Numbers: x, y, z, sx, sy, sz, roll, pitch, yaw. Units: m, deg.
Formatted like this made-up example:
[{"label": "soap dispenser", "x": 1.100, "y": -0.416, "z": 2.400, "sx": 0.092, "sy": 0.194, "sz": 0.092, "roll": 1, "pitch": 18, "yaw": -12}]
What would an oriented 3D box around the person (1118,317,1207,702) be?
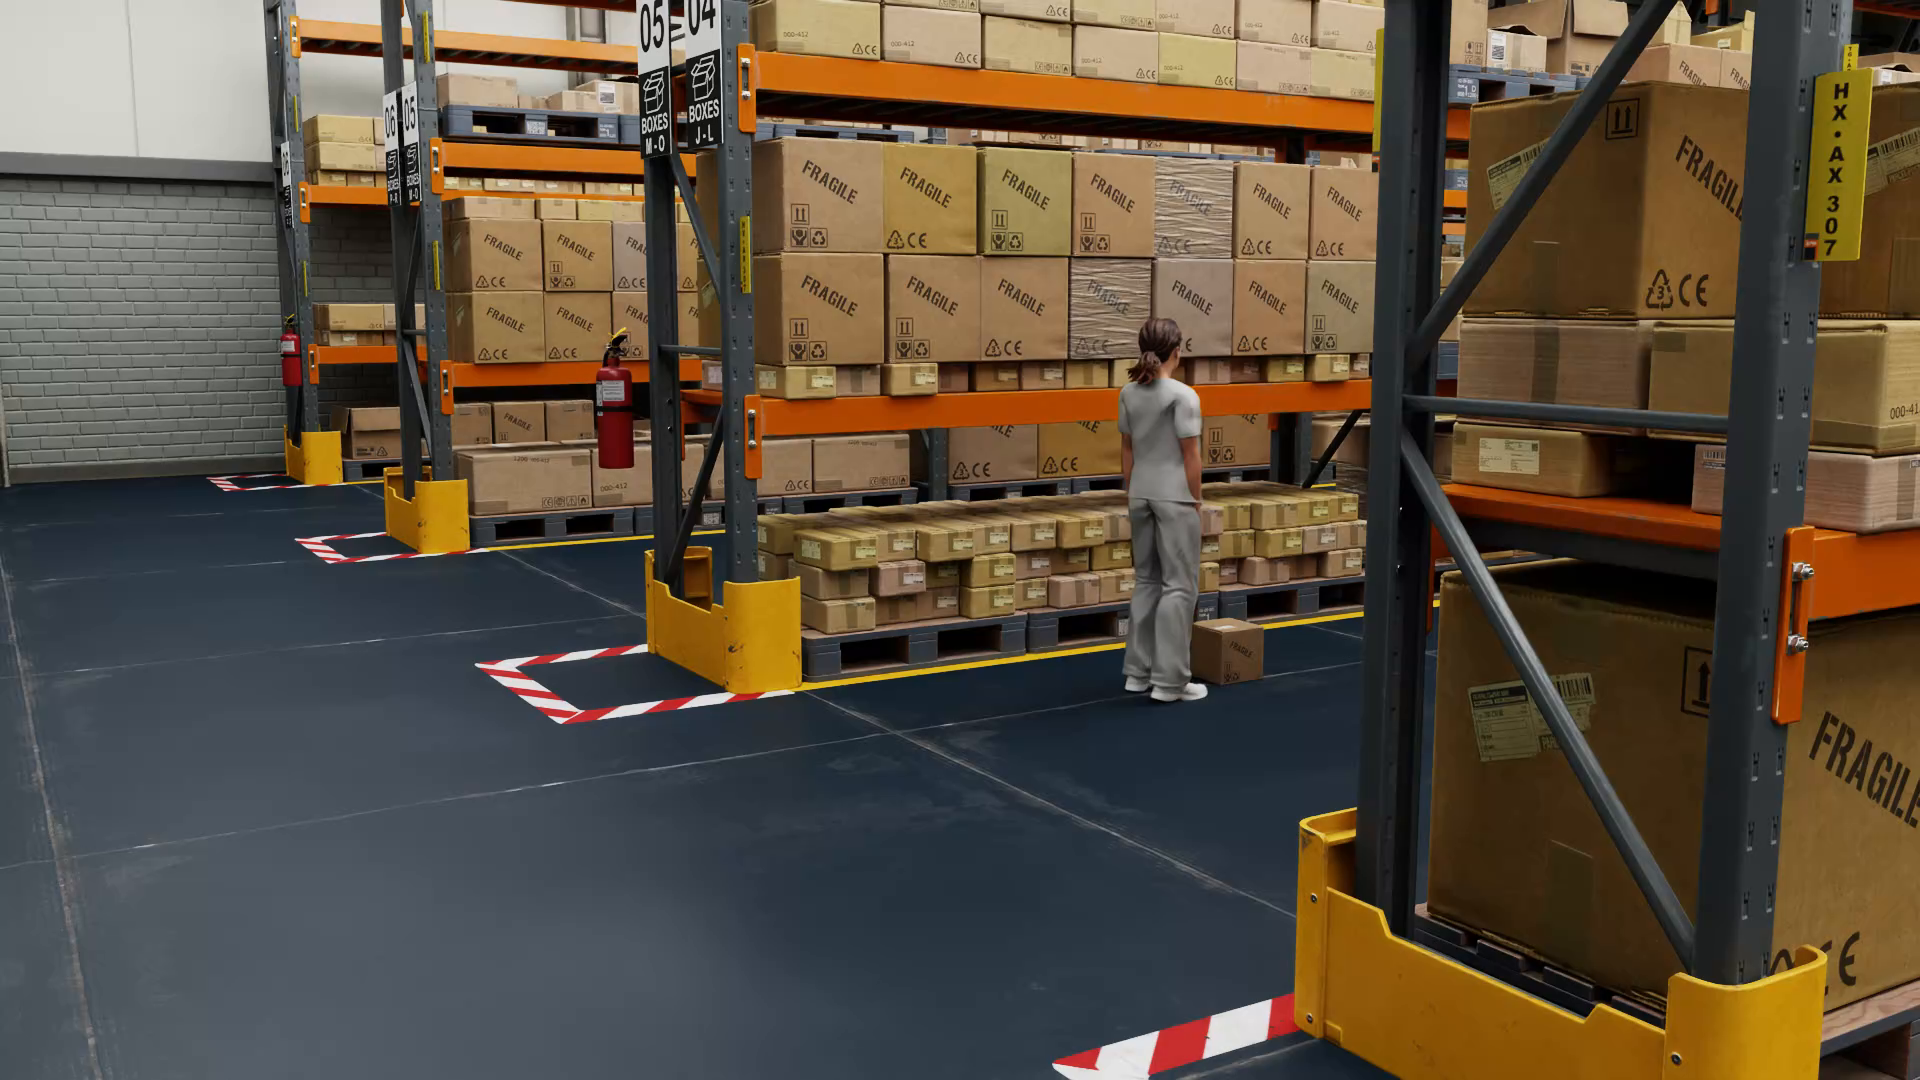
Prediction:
[{"label": "person", "x": 0.890, "y": -0.136, "z": 7.337, "sx": 0.377, "sy": 1.677, "sz": 0.438, "roll": -7, "pitch": 11, "yaw": -42}]
